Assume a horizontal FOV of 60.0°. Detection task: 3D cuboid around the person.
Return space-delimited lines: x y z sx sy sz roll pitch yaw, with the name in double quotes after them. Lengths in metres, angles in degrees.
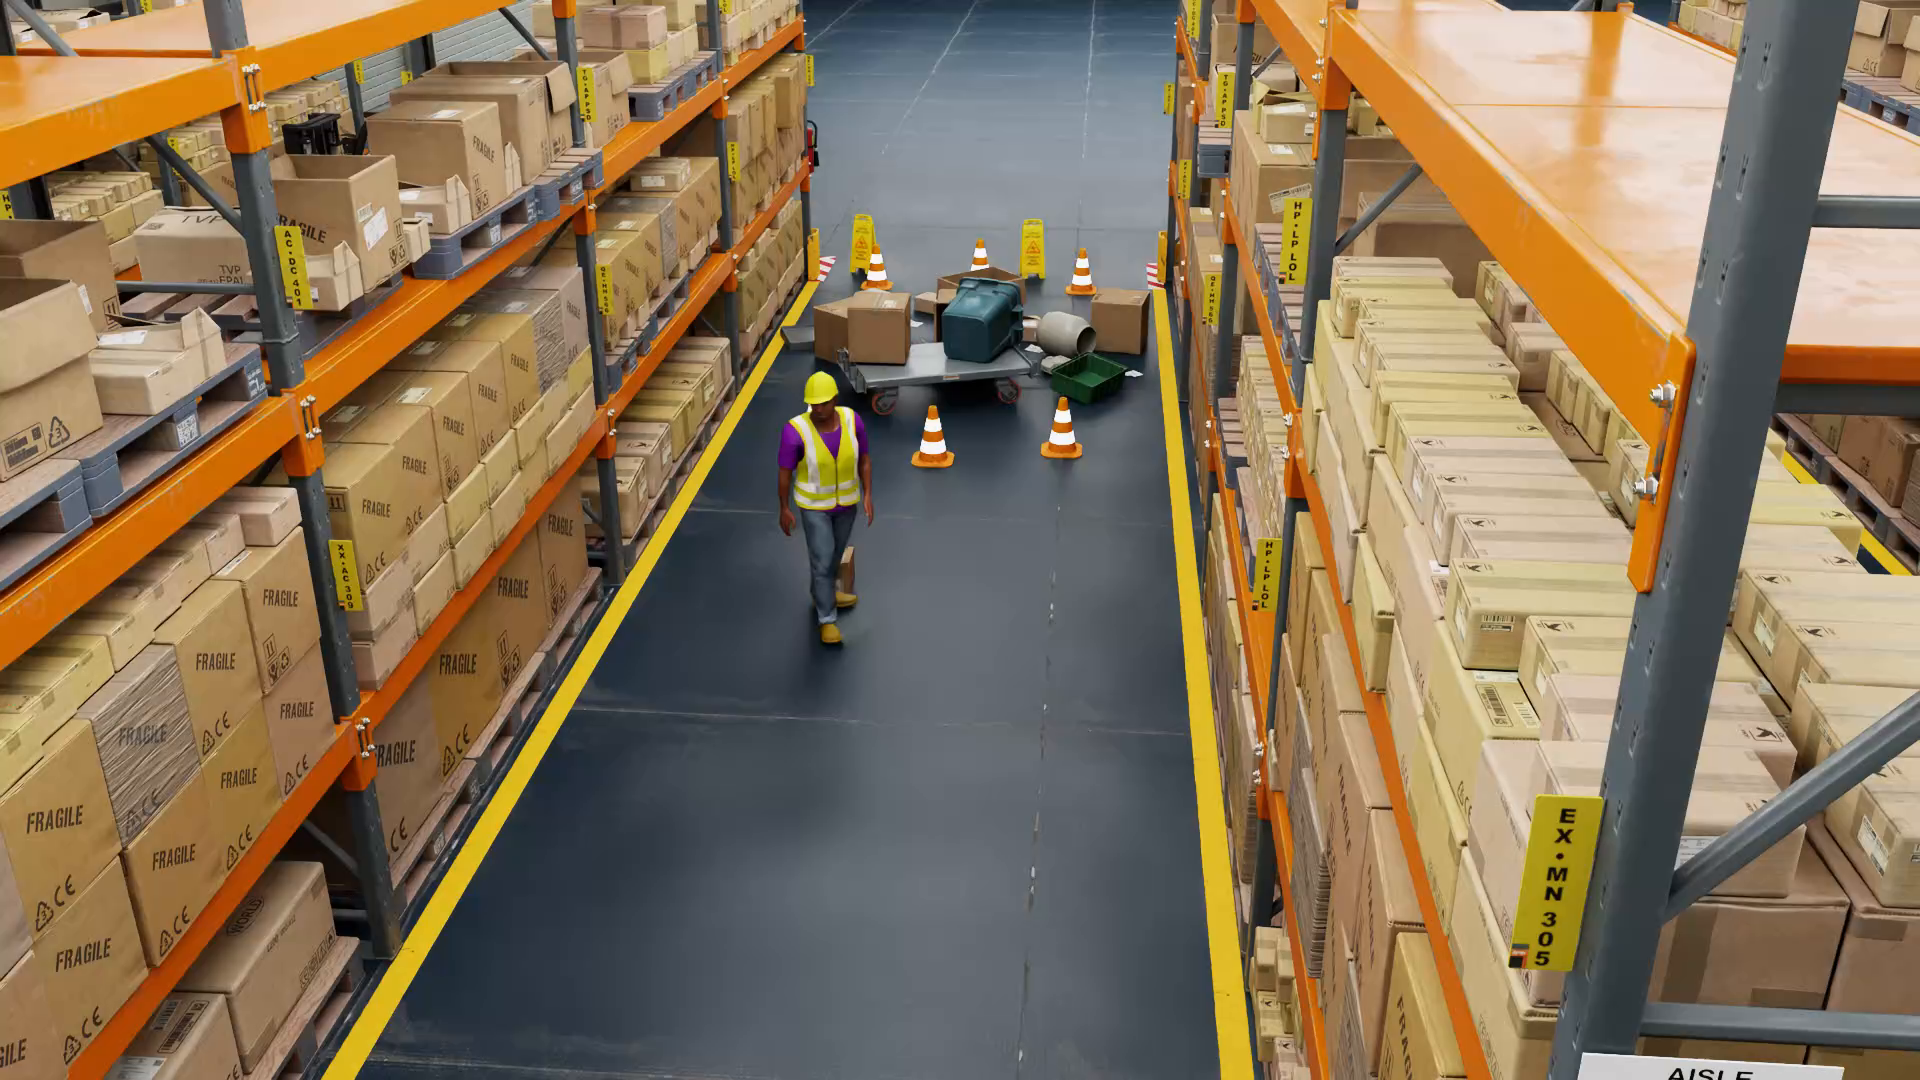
-0.854 -0.239 10.518 0.592 1.765 0.640 -14 28 -28 "person"
